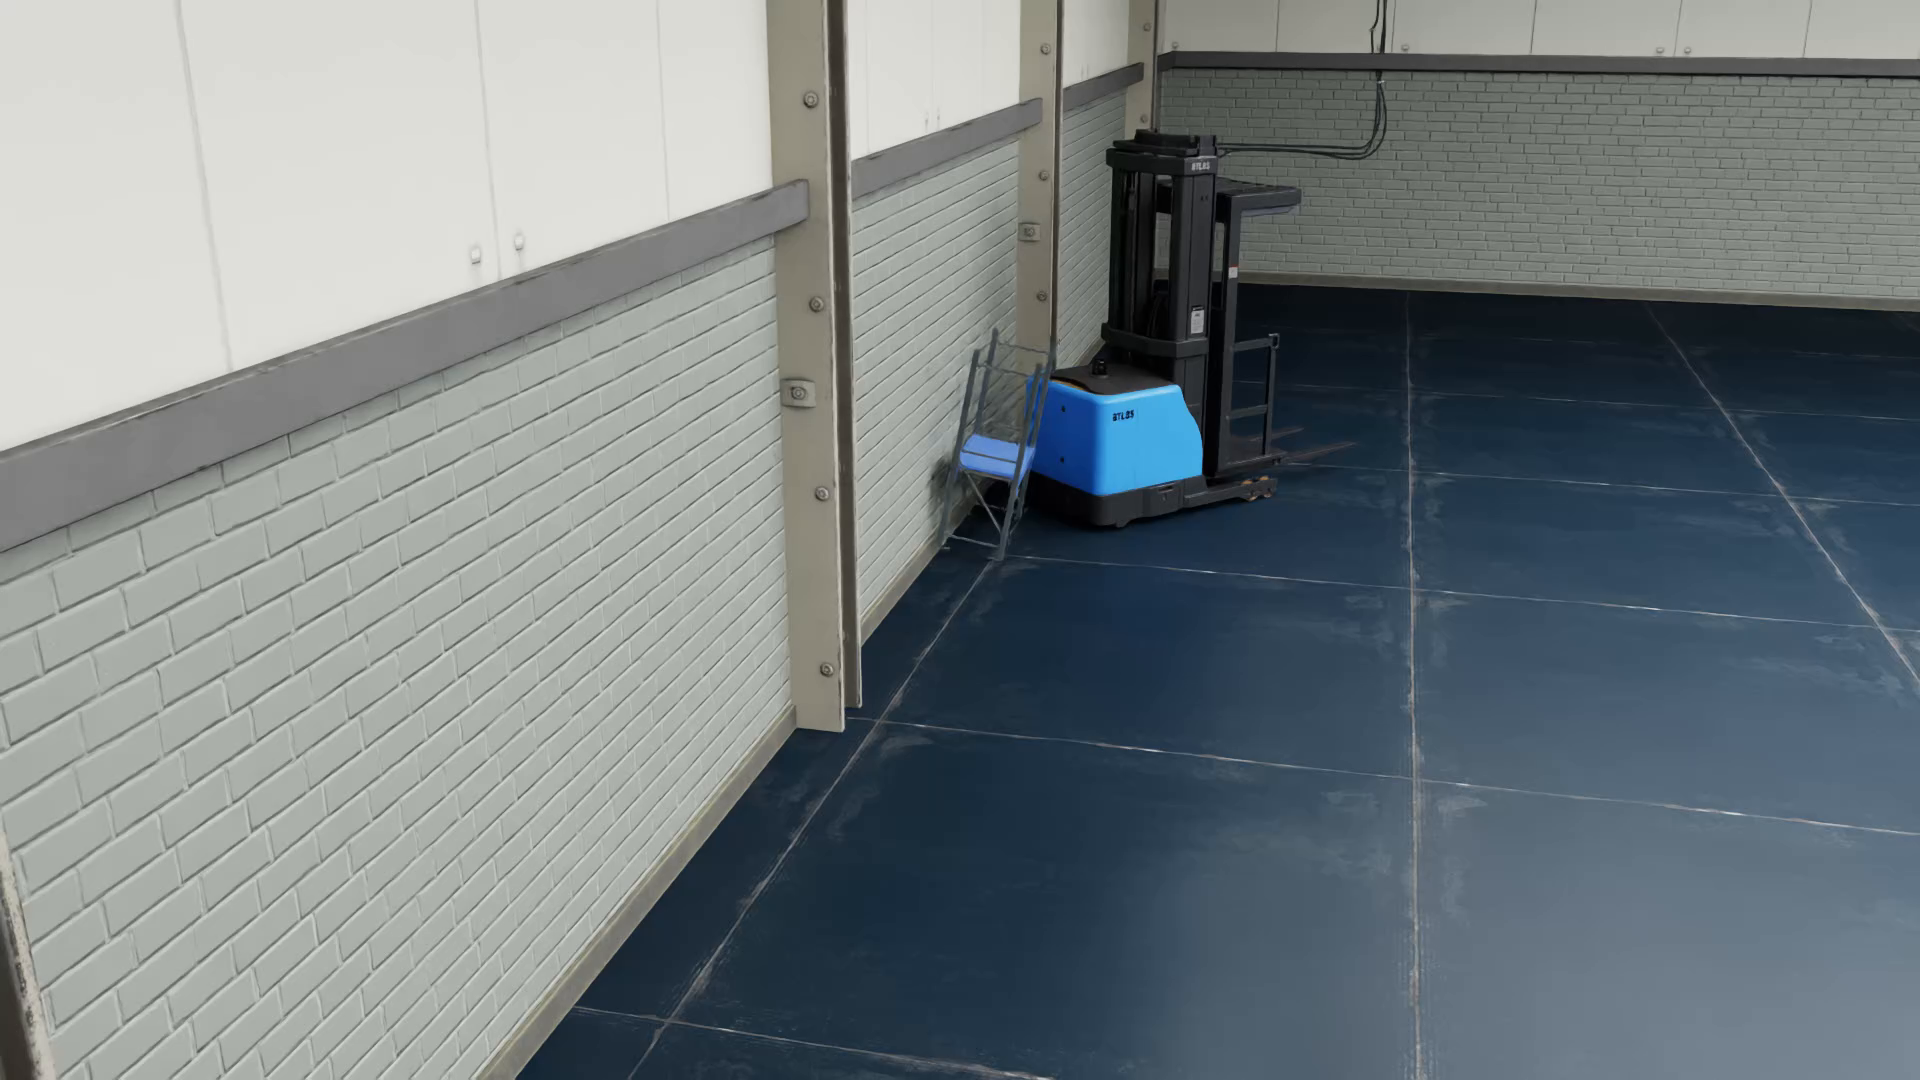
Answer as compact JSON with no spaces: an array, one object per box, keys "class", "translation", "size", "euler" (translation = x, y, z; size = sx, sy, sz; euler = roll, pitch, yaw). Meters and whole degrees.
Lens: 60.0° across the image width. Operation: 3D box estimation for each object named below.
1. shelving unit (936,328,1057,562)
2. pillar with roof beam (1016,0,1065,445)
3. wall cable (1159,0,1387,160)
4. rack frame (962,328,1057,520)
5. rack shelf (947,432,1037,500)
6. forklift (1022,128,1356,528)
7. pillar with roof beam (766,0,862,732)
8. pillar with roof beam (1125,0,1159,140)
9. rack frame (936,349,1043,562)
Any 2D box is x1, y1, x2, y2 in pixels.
[{"class":"shelving unit","translation":[0.284,-0.736,12.504],"size":[0.538,1.500,1.048],"euler":[13,17,5]},{"class":"pillar with roof beam","translation":[4.865,-4.777,12.751],"size":[9.100,9.000,0.400],"euler":[5,19,13]},{"class":"wall cable","translation":[4.159,-6.347,22.151],"size":[3.097,2.526,0.112],"euler":[5,19,13]},{"class":"rack frame","translation":[0.363,-0.872,12.987],"size":[0.500,1.500,0.032],"euler":[13,17,5]},{"class":"rack shelf","translation":[0.251,-0.567,12.557],"size":[0.538,0.185,1.000],"euler":[13,17,5]},{"class":"forklift","translation":[2.010,-1.832,13.517],"size":[3.031,2.935,1.130],"euler":[-12,22,-32]},{"class":"pillar with roof beam","translation":[3.399,-2.896,7.245],"size":[9.100,9.000,0.400],"euler":[5,19,13]},{"class":"pillar with roof beam","translation":[6.331,-6.657,18.256],"size":[9.100,9.000,0.400],"euler":[5,19,13]},{"class":"rack frame","translation":[0.205,-0.600,12.021],"size":[0.500,1.500,0.032],"euler":[13,17,5]}]
